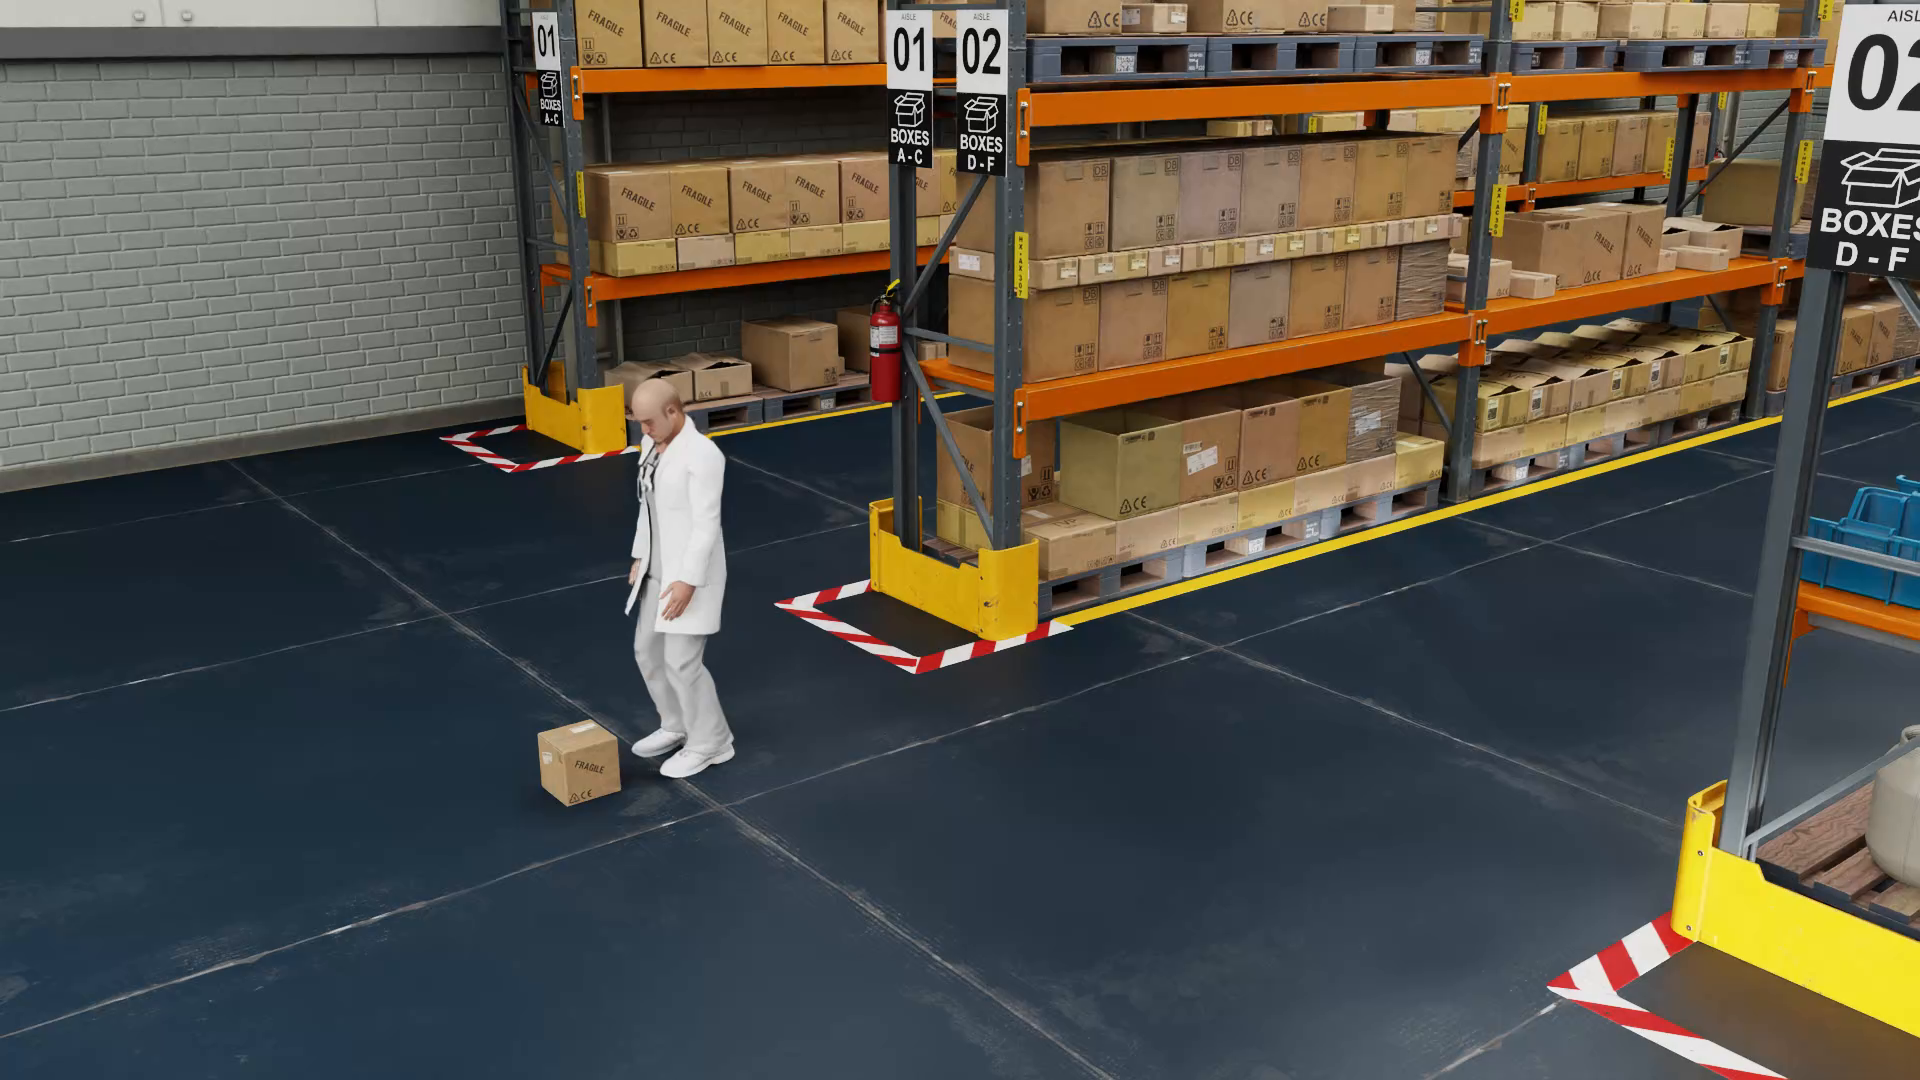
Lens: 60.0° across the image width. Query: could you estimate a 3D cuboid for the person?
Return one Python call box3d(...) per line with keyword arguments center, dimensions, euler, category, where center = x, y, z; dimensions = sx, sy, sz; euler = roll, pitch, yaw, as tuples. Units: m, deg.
box3d(center=(-1.211, 0.153, 7.164), dimensions=(0.396, 1.746, 0.583), euler=(-13, 21, -35), category="person")
